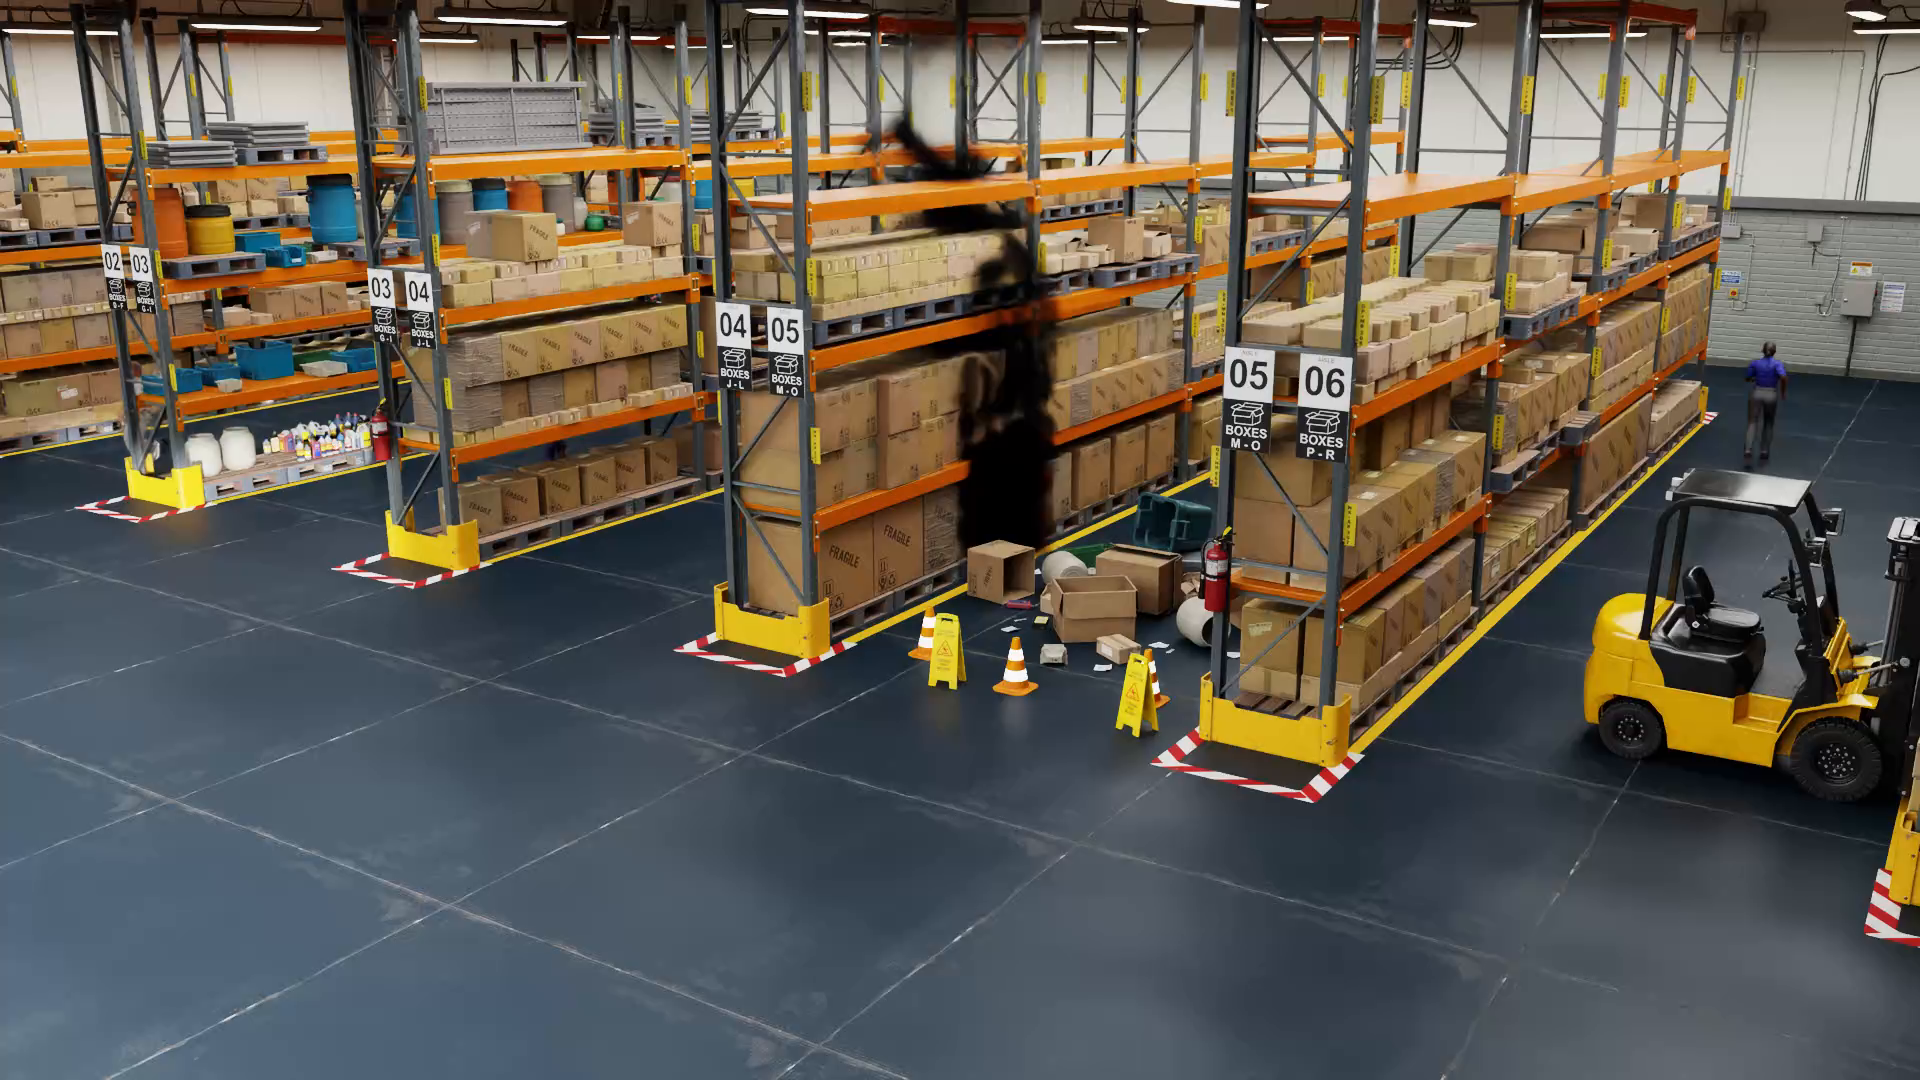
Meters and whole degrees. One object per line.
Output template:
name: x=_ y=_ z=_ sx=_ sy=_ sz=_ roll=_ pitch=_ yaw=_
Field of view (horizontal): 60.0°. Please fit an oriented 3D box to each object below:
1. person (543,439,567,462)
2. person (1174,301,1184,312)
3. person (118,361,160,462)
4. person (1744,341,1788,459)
person: x=-5.522 y=-1.733 z=22.339 sx=0.606 sy=1.648 sz=0.924 roll=5 pitch=16 yaw=16
person: x=3.529 y=-2.986 z=26.747 sx=0.608 sy=1.730 sz=0.854 roll=10 pitch=19 yaw=33
person: x=-10.915 y=-1.616 z=22.186 sx=0.538 sy=1.545 sz=0.549 roll=7 pitch=17 yaw=24
person: x=11.076 y=-1.903 z=22.927 sx=0.563 sy=1.688 sz=0.866 roll=9 pitch=18 yaw=30
